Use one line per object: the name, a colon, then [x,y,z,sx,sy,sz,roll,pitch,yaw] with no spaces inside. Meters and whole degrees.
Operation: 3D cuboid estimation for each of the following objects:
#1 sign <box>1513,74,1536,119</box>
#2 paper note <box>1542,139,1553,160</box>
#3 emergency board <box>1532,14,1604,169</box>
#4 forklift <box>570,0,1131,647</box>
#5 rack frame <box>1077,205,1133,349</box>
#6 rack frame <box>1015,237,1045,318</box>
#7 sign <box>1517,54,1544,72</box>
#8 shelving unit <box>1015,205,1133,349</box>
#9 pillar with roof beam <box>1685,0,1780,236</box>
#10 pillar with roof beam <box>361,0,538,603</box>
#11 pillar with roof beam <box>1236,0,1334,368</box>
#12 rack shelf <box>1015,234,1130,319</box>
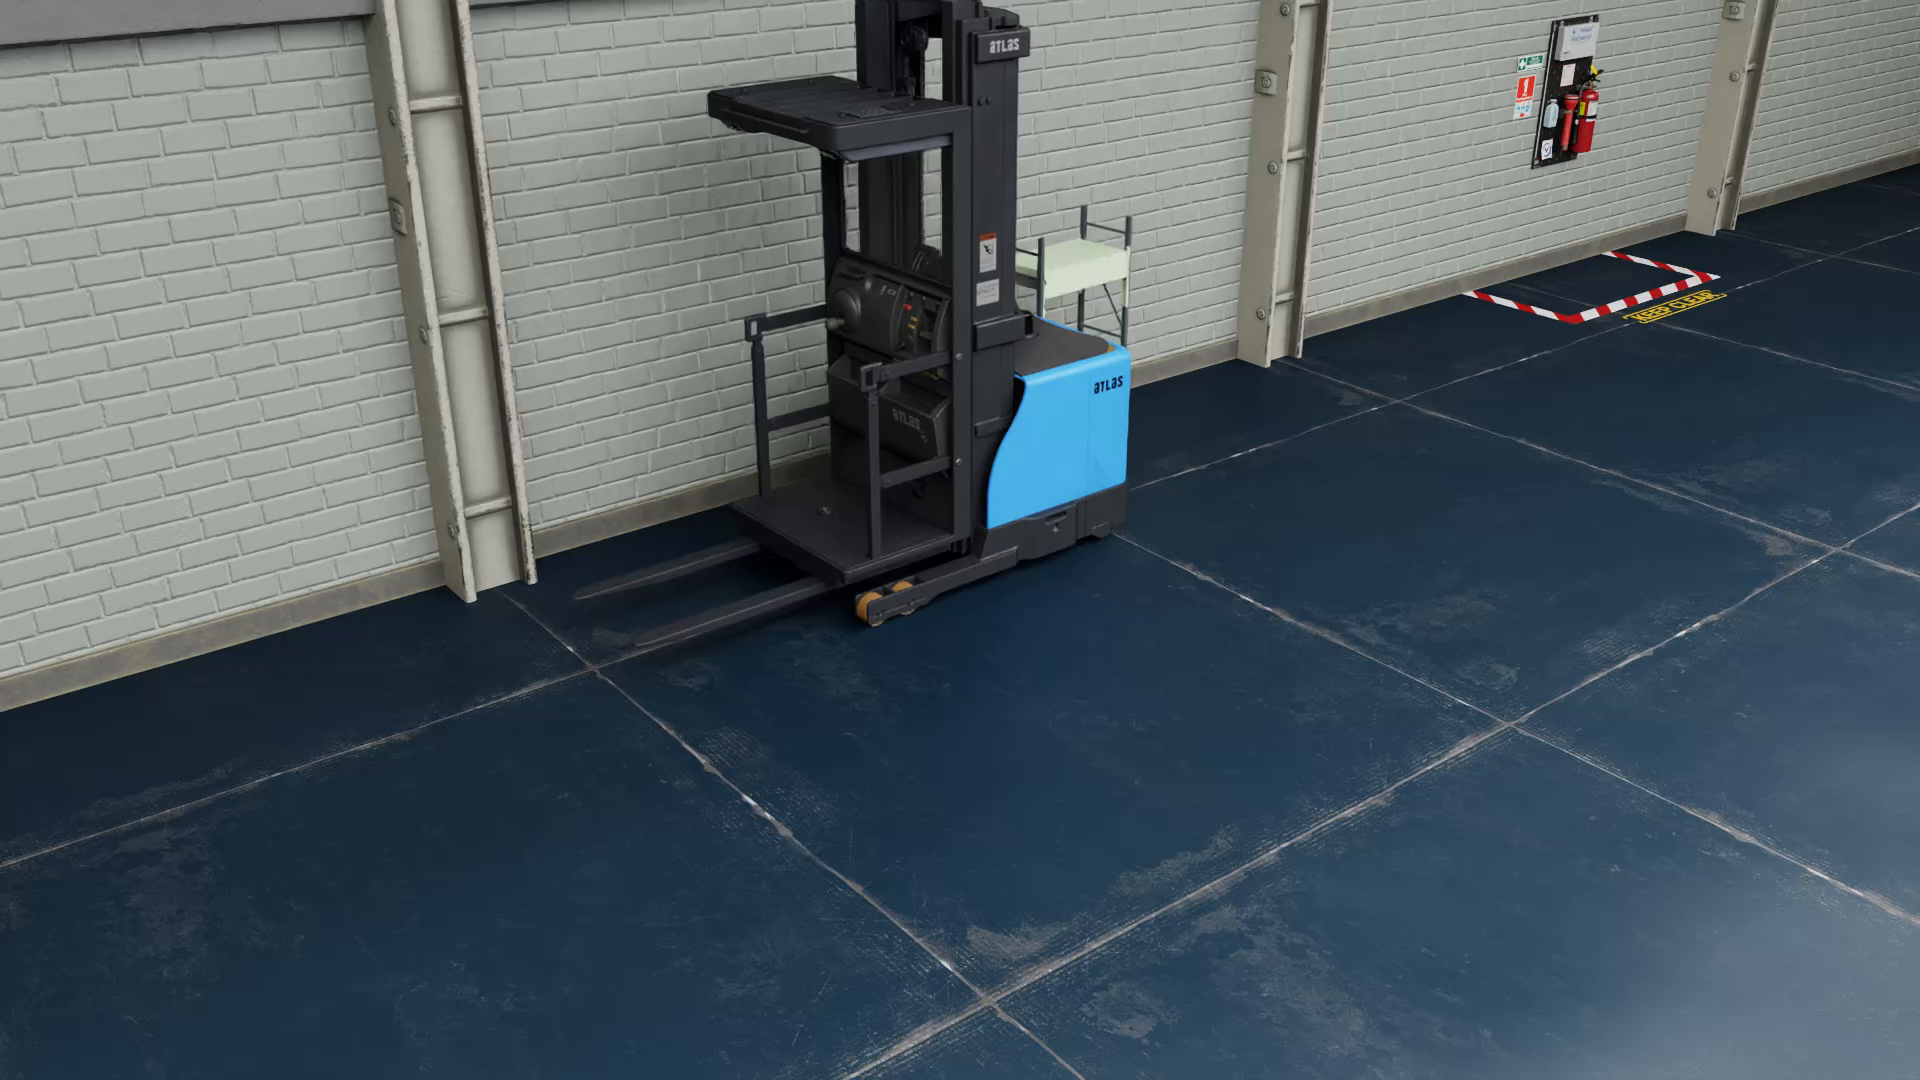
sign: [4.501,-3.533,13.257,0.234,0.329,0.001,-18,31,-34]
paper note: [4.818,-3.204,13.636,0.142,0.148,0.016,-18,31,-34]
emergency board: [5.000,-3.626,13.500,0.643,1.169,0.194,-18,31,-34]
forklift: [-0.527,-1.149,8.245,3.031,2.935,1.130,-19,31,-35]
rack frame: [0.873,-1.282,10.232,0.023,1.500,0.400,-21,32,-38]
rack frame: [0.335,-1.074,9.782,0.023,1.500,0.400,-21,32,-38]
sign: [4.510,-3.772,13.142,0.331,0.109,0.001,-18,31,-34]
shelving unit: [0.604,-1.178,10.007,0.755,1.500,0.431,-21,32,-38]
pillar with roof beam: [9.624,-5.551,10.520,0.400,9.000,9.100,-18,31,-34]
pillar with roof beam: [0.181,-2.433,3.804,0.400,9.000,9.100,-18,31,-34]
pillar with roof beam: [4.903,-3.992,7.162,0.400,9.000,9.100,-18,31,-34]
rack shelf: [0.604,-1.532,9.843,0.720,0.370,0.431,-21,32,-38]
